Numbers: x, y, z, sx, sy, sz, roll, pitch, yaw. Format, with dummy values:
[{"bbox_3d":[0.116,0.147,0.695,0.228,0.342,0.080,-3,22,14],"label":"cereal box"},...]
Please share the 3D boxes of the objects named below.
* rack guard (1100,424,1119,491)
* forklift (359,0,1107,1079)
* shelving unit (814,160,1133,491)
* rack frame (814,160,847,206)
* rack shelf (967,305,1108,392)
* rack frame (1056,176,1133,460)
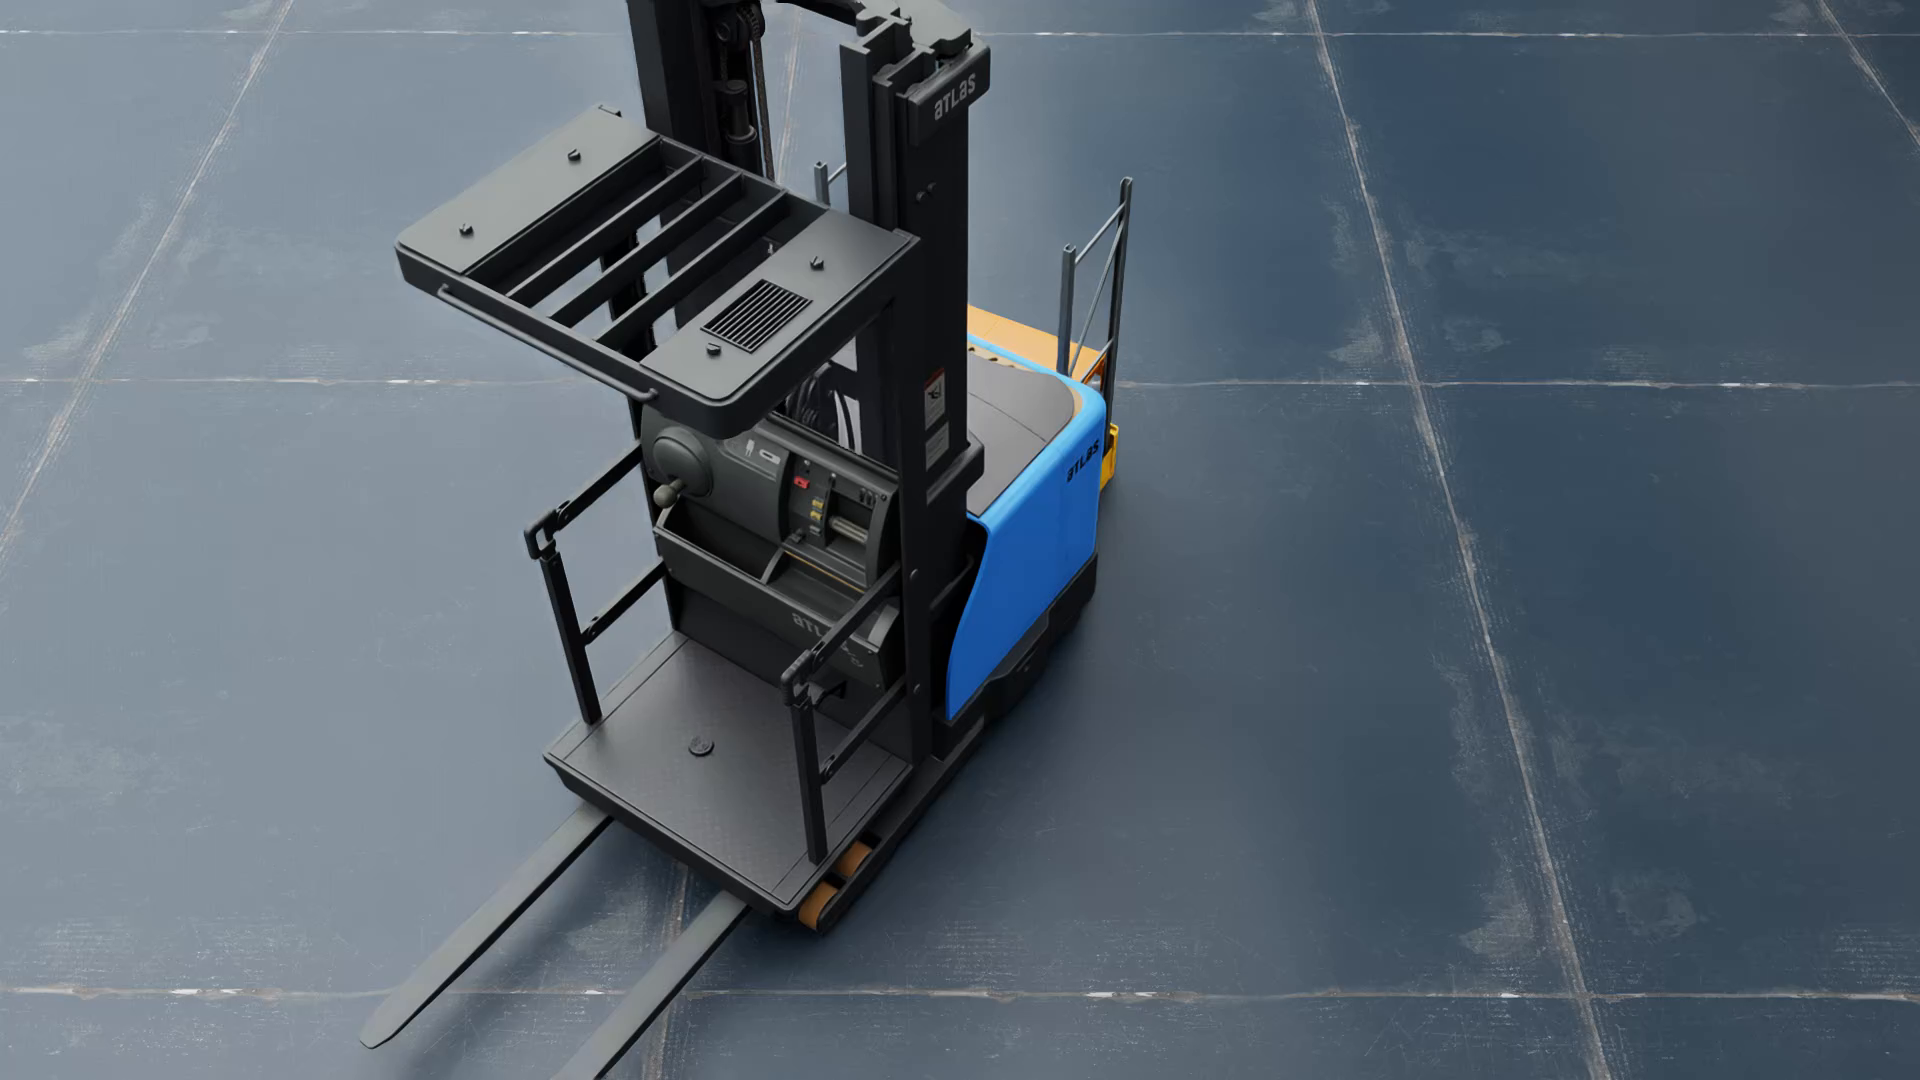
[{"bbox_3d":[0.488,-0.212,6.858,0.087,0.250,0.587,22,51,20],"label":"rack guard"},{"bbox_3d":[-0.716,-0.090,4.912,1.130,2.935,3.031,27,53,23],"label":"forklift"},{"bbox_3d":[0.054,-0.818,6.567,1.083,1.500,0.587,22,51,20],"label":"shelving unit"},{"bbox_3d":[-0.397,-1.004,6.741,0.032,1.500,0.500,22,51,20],"label":"rack frame"},{"bbox_3d":[0.046,-0.698,6.702,1.000,0.185,0.538,22,51,20],"label":"rack shelf"},{"bbox_3d":[0.489,-0.638,6.400,0.032,1.500,0.500,22,51,20],"label":"rack frame"}]
